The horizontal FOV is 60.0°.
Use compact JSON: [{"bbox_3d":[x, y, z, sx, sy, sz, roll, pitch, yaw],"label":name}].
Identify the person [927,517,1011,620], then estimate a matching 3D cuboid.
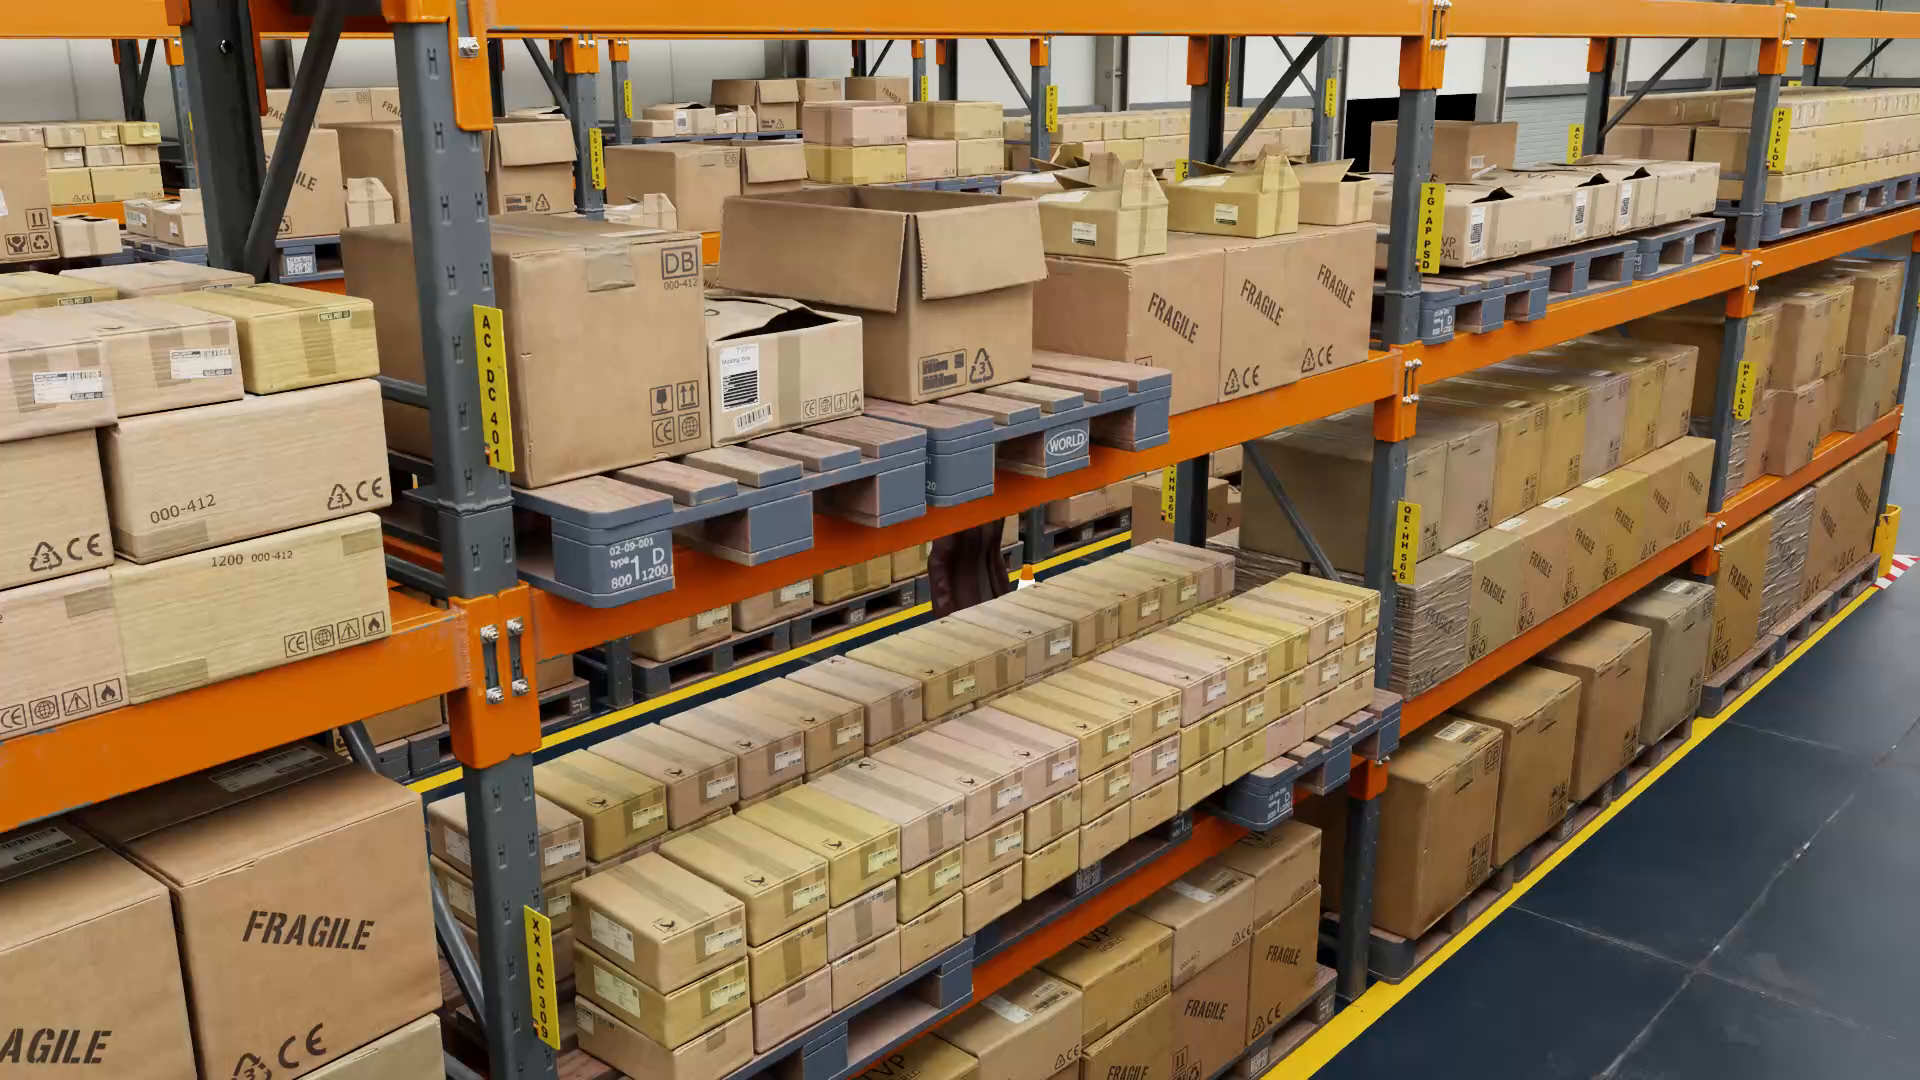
[{"bbox_3d":[0.077,0.367,9.346,0.429,1.772,0.643,13,21,37],"label":"person"}]
